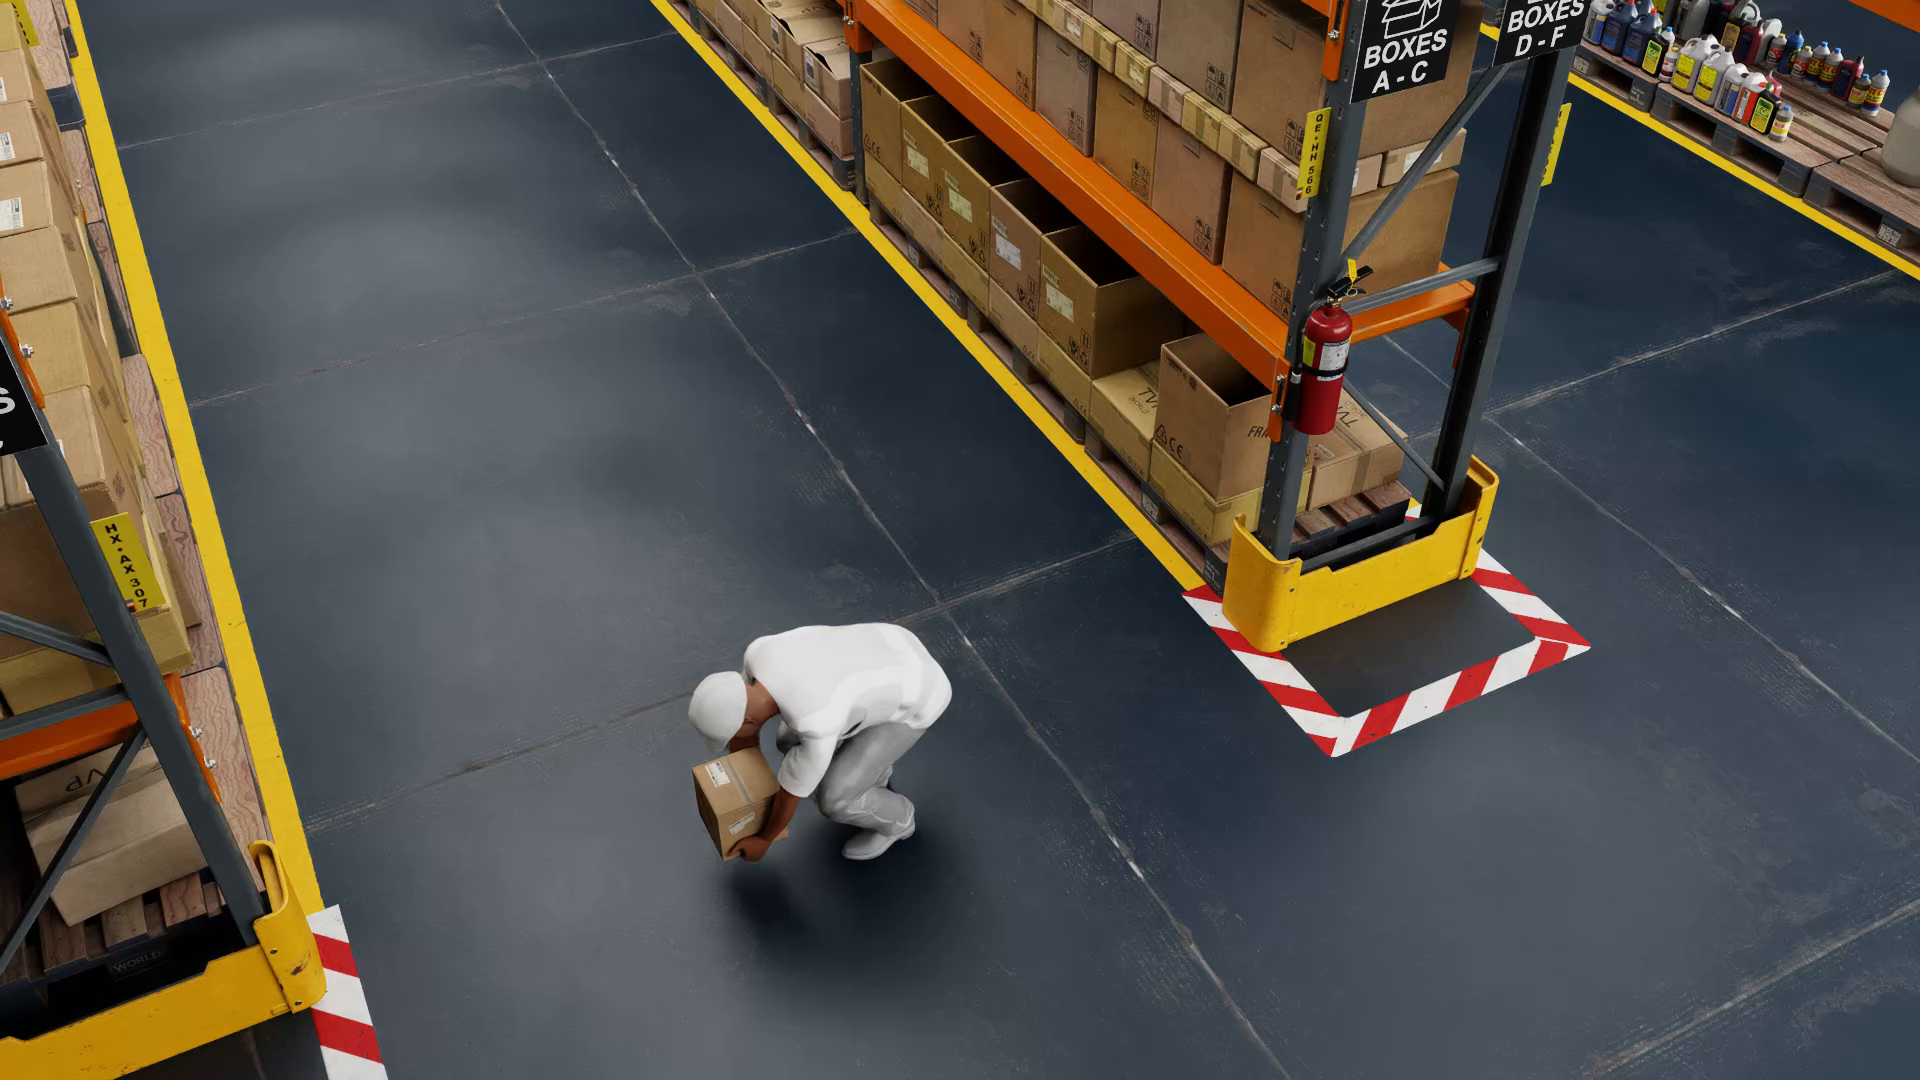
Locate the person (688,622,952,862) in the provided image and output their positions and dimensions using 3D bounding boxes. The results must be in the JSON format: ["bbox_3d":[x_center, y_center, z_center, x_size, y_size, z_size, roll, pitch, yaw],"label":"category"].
[{"bbox_3d":[-0.482,0.718,5.895,0.940,1.009,0.527,-20,45,-22],"label":"person"}]
